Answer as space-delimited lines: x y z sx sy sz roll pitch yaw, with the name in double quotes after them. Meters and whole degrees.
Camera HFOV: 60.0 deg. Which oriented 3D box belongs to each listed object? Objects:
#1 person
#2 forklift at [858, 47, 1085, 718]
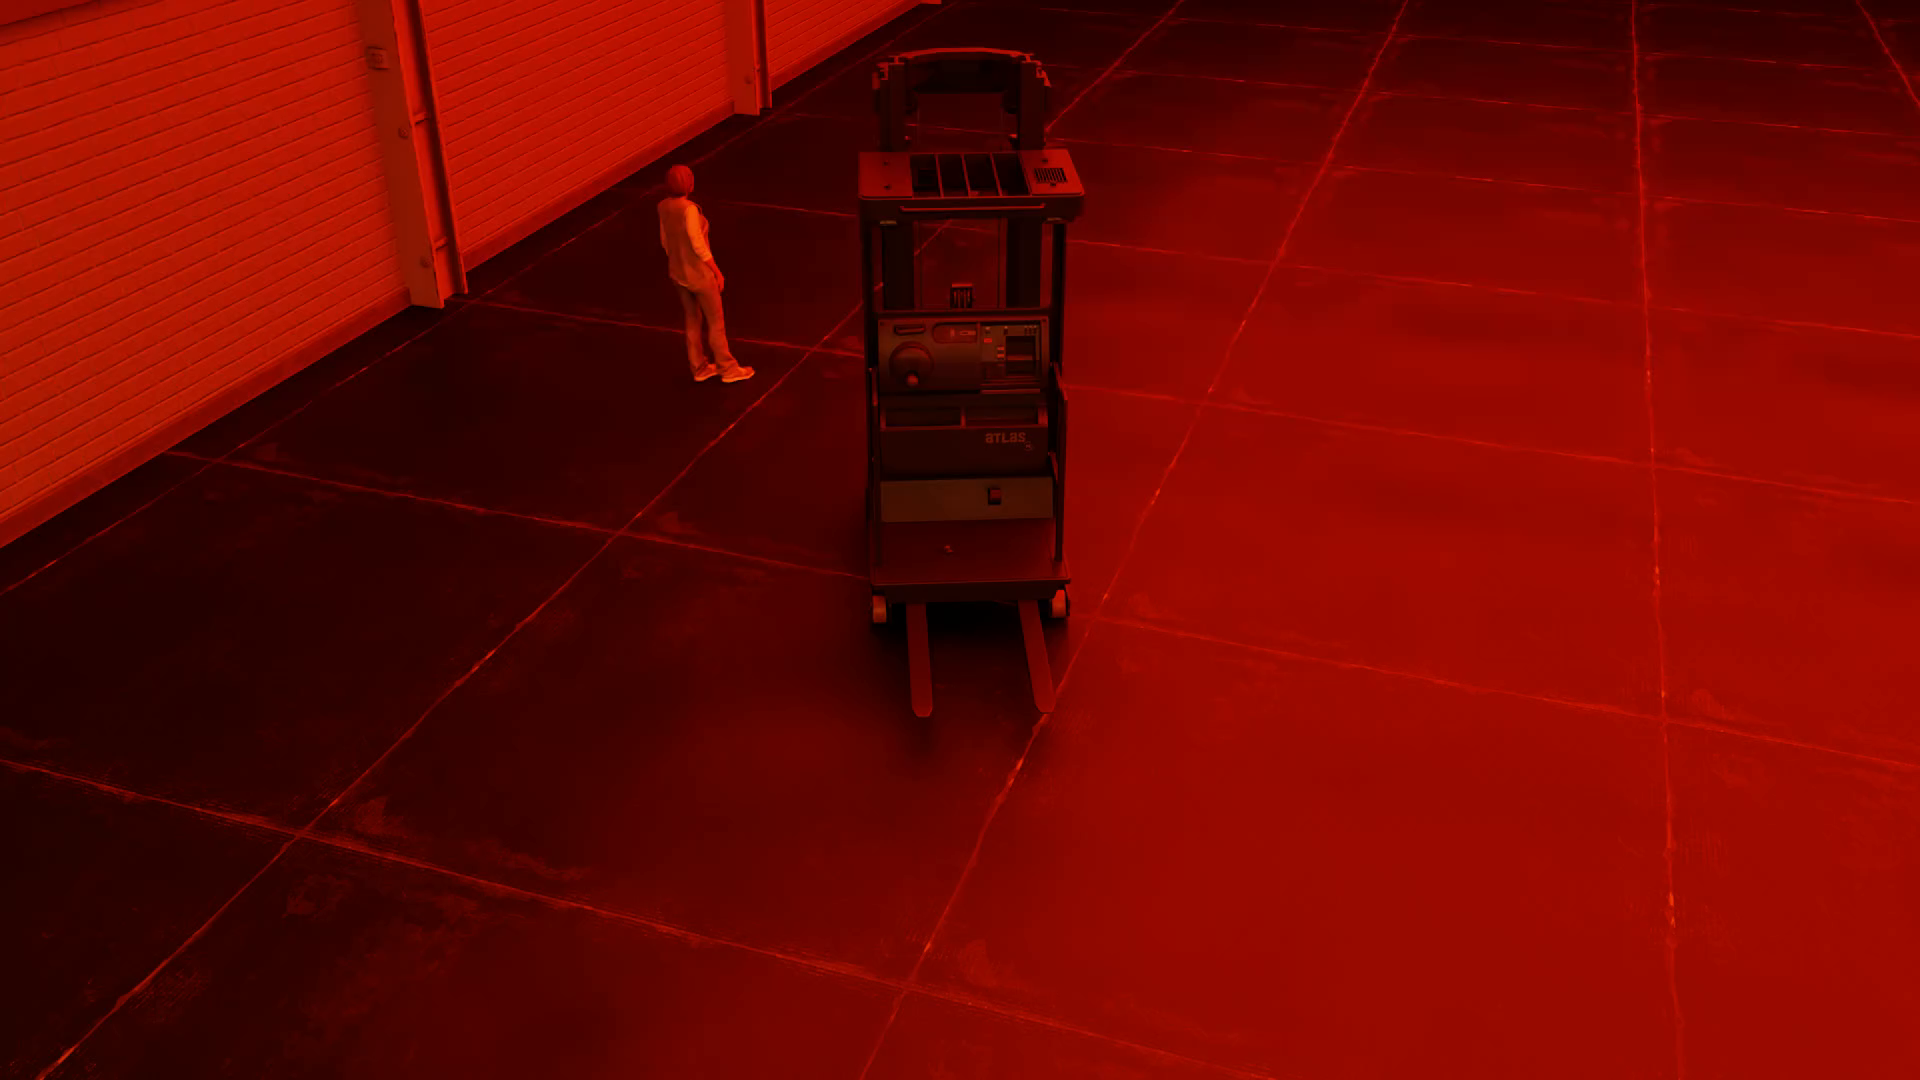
-1.830 -1.894 11.795 0.514 1.600 0.474 24 37 35 "person"
0.035 -0.972 8.842 1.130 2.935 3.031 -2 30 -3 "forklift"
